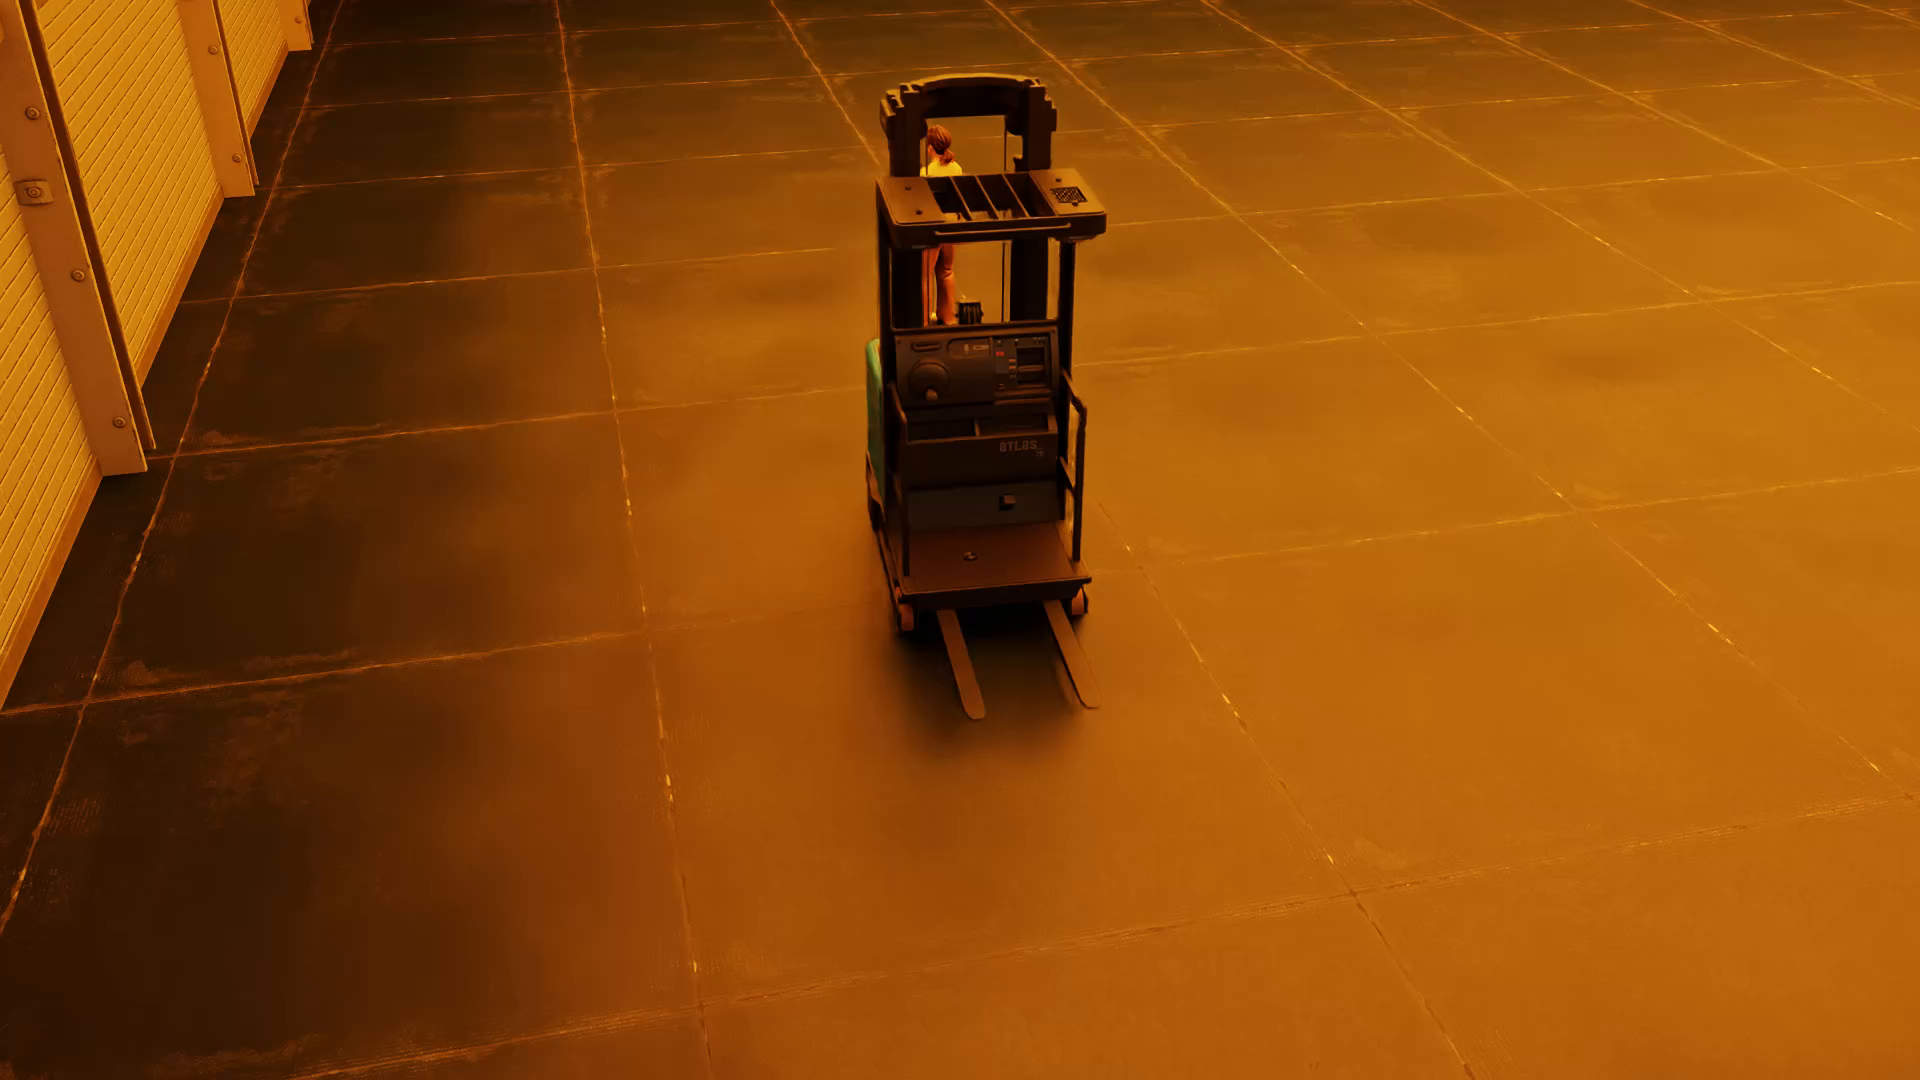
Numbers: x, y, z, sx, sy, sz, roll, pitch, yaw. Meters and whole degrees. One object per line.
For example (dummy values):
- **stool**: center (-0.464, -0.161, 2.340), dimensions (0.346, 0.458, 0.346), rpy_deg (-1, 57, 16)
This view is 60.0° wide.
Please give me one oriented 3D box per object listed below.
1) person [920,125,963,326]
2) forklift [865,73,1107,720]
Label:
- **person**: center (-0.223, -2.389, 12.979), dimensions (0.400, 1.652, 0.591), rpy_deg (24, 38, 35)
- **forklift**: center (0.136, -0.935, 9.190), dimensions (1.130, 2.935, 3.031), rpy_deg (-5, 30, -8)
